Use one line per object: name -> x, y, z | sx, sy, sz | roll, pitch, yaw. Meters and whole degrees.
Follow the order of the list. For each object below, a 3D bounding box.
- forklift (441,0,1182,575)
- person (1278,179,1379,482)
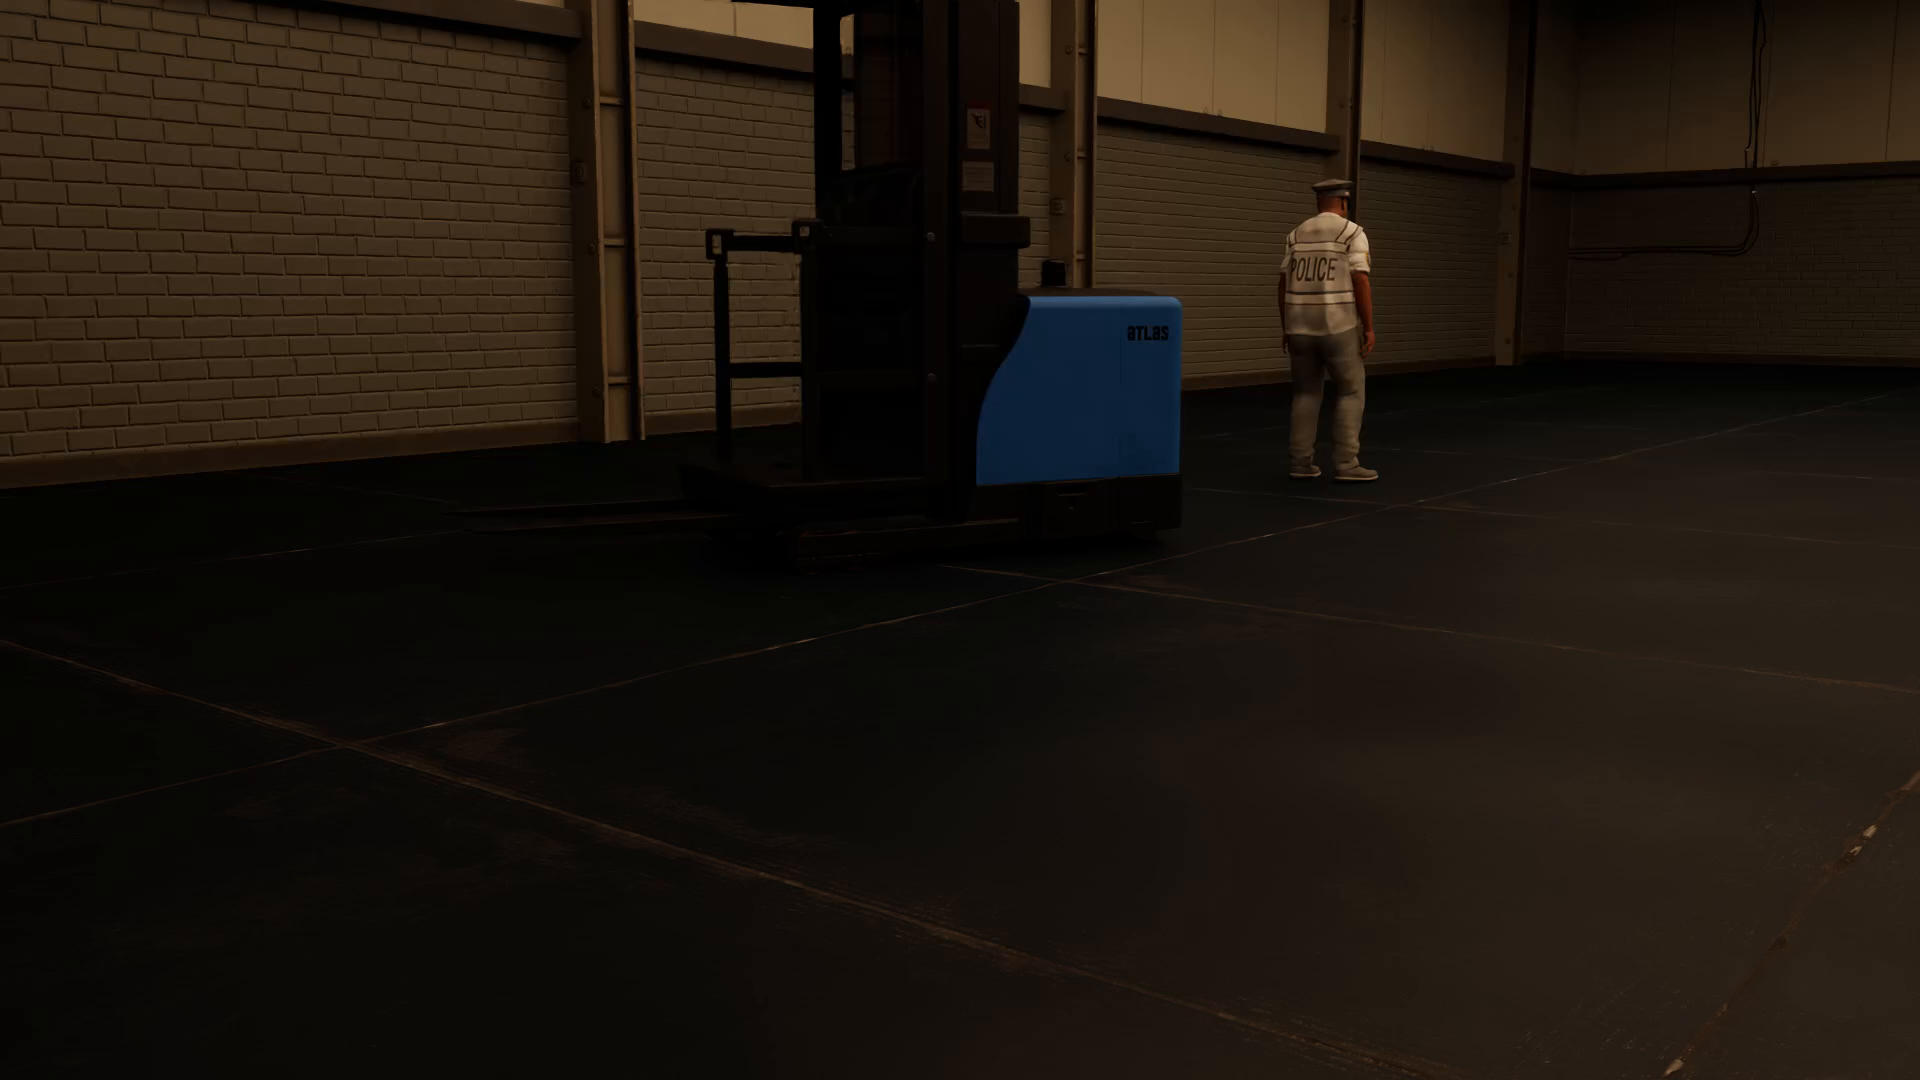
forklift -> -0.574, -1.400, 6.853 | 3.031, 2.935, 1.130 | -4, 9, -27
person -> 2.130, -1.219, 9.701 | 0.585, 1.747, 0.441 | 7, 11, 40
